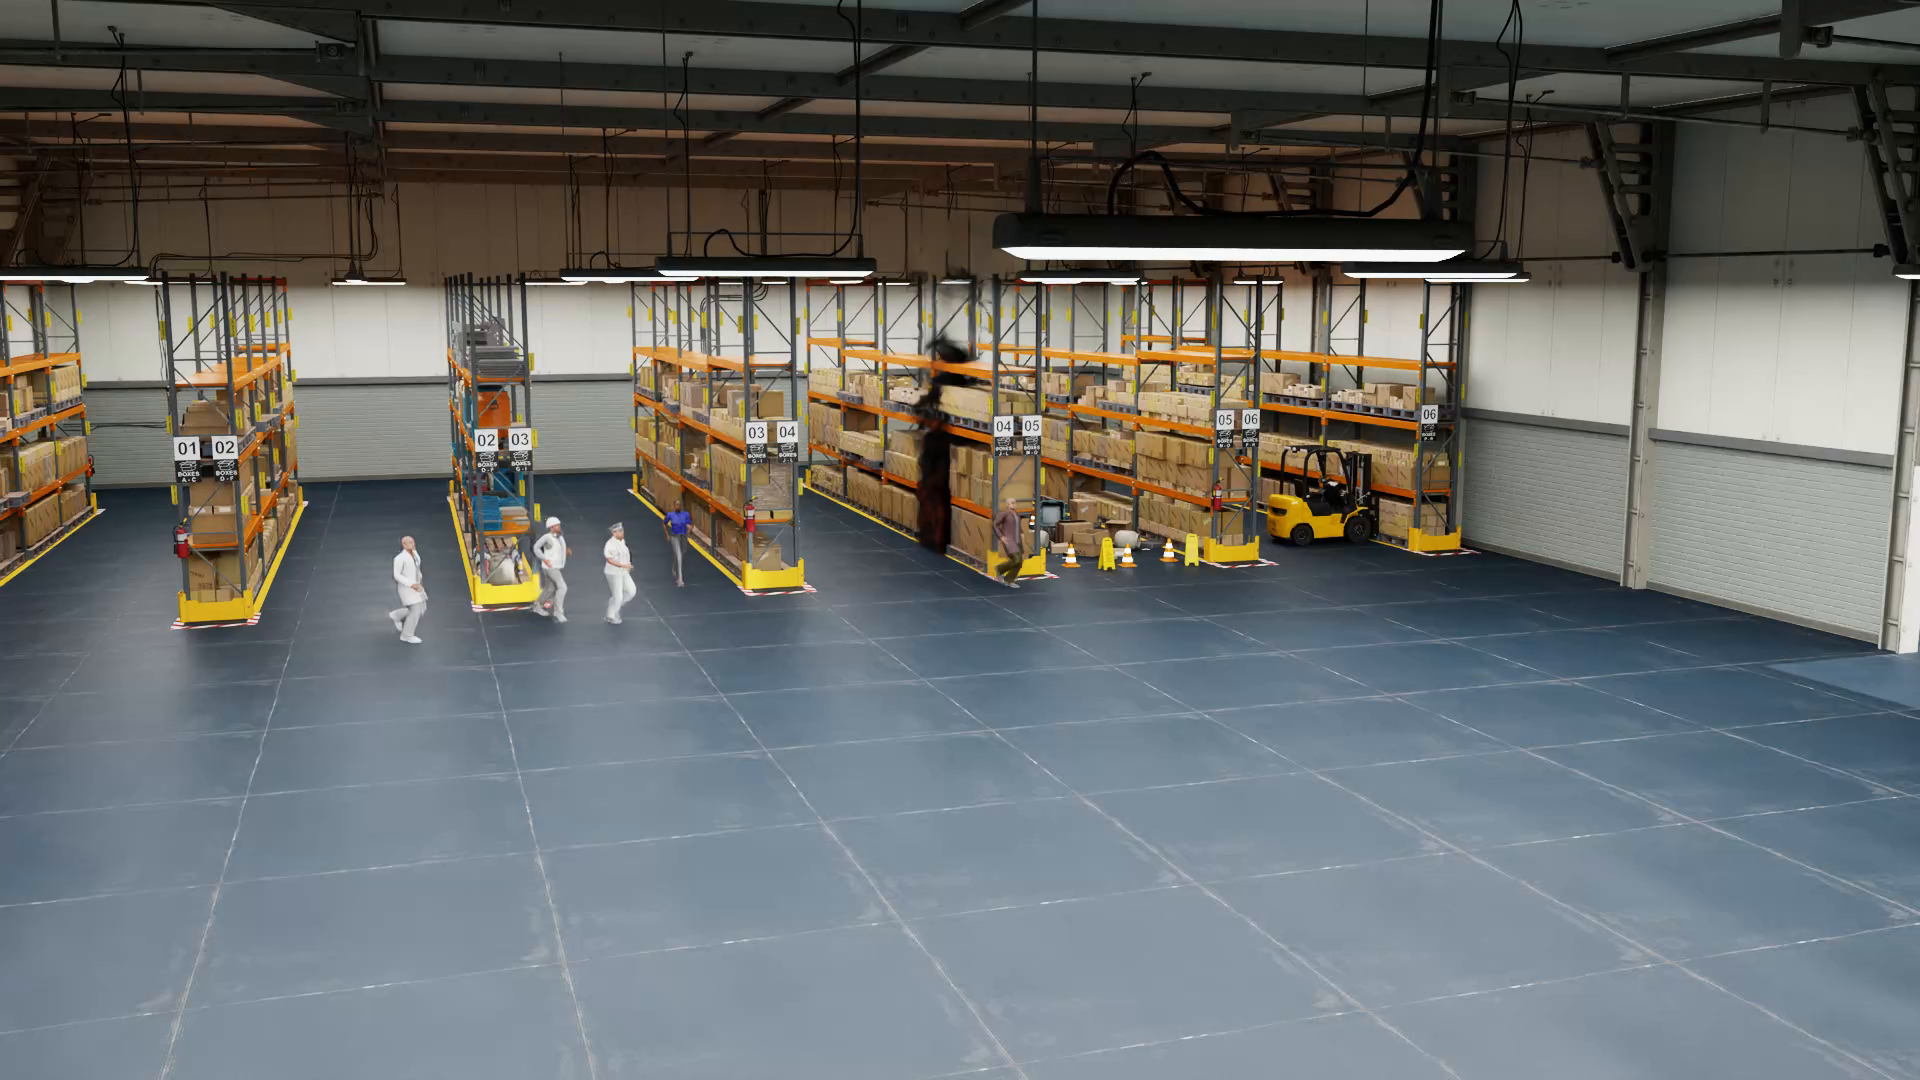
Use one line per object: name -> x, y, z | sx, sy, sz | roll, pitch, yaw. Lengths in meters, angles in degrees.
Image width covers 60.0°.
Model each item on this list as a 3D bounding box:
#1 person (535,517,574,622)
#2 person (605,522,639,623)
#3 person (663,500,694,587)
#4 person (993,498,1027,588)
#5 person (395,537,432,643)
person -> -7.054, 0.504, 28.931 | 0.767, 1.837, 0.668 | 2, 9, 13
person -> -5.793, 0.566, 28.611 | 0.673, 1.779, 0.688 | 3, 9, 16
person -> -5.466, 0.035, 32.382 | 0.573, 1.676, 0.790 | -4, 10, -25
person -> 1.038, 0.059, 31.995 | 0.563, 1.729, 0.718 | 6, 10, 34
person -> -8.918, 0.802, 27.108 | 0.704, 1.743, 0.739 | 2, 9, 12
